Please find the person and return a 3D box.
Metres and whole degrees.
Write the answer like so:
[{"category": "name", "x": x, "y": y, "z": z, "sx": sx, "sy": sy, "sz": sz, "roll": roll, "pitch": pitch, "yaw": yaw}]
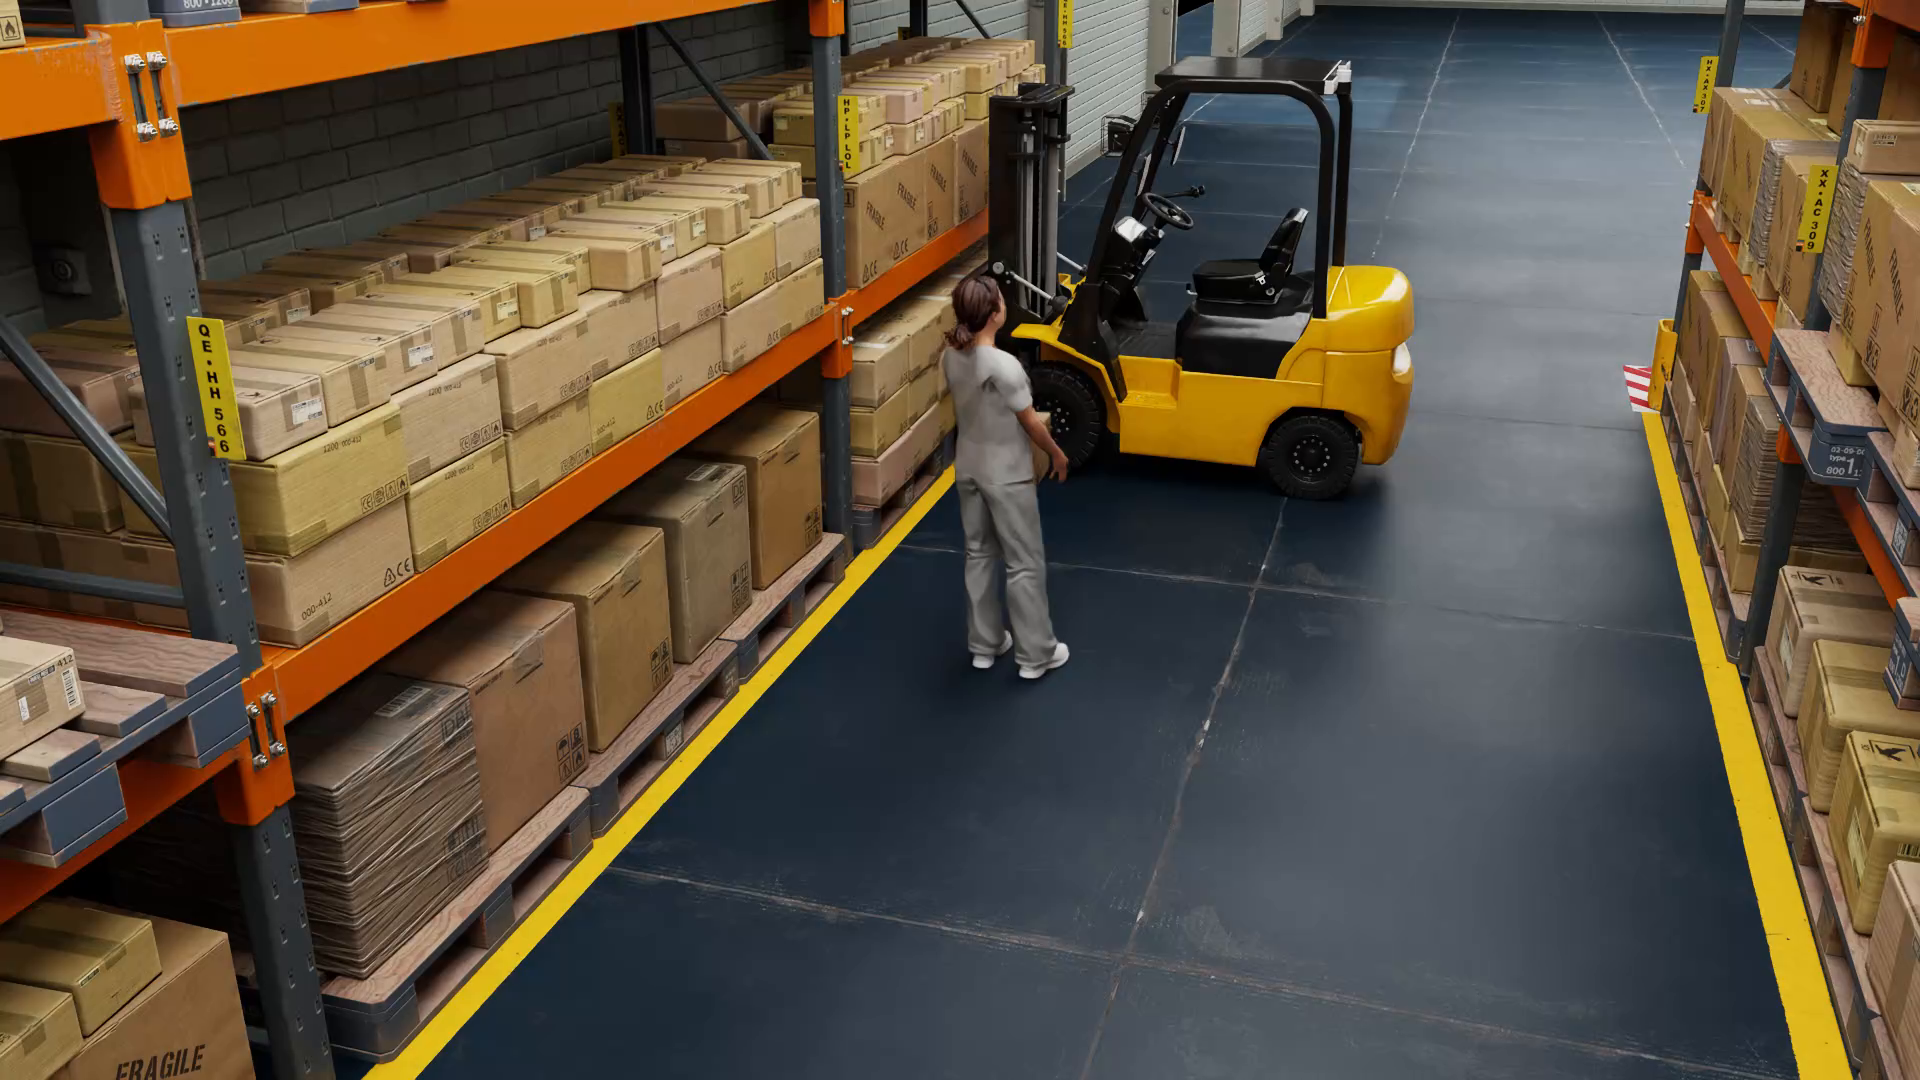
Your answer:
[{"category": "person", "x": 0.173, "y": -0.260, "z": 6.723, "sx": 0.519, "sy": 1.673, "sz": 0.484, "roll": -17, "pitch": 28, "yaw": -36}]
